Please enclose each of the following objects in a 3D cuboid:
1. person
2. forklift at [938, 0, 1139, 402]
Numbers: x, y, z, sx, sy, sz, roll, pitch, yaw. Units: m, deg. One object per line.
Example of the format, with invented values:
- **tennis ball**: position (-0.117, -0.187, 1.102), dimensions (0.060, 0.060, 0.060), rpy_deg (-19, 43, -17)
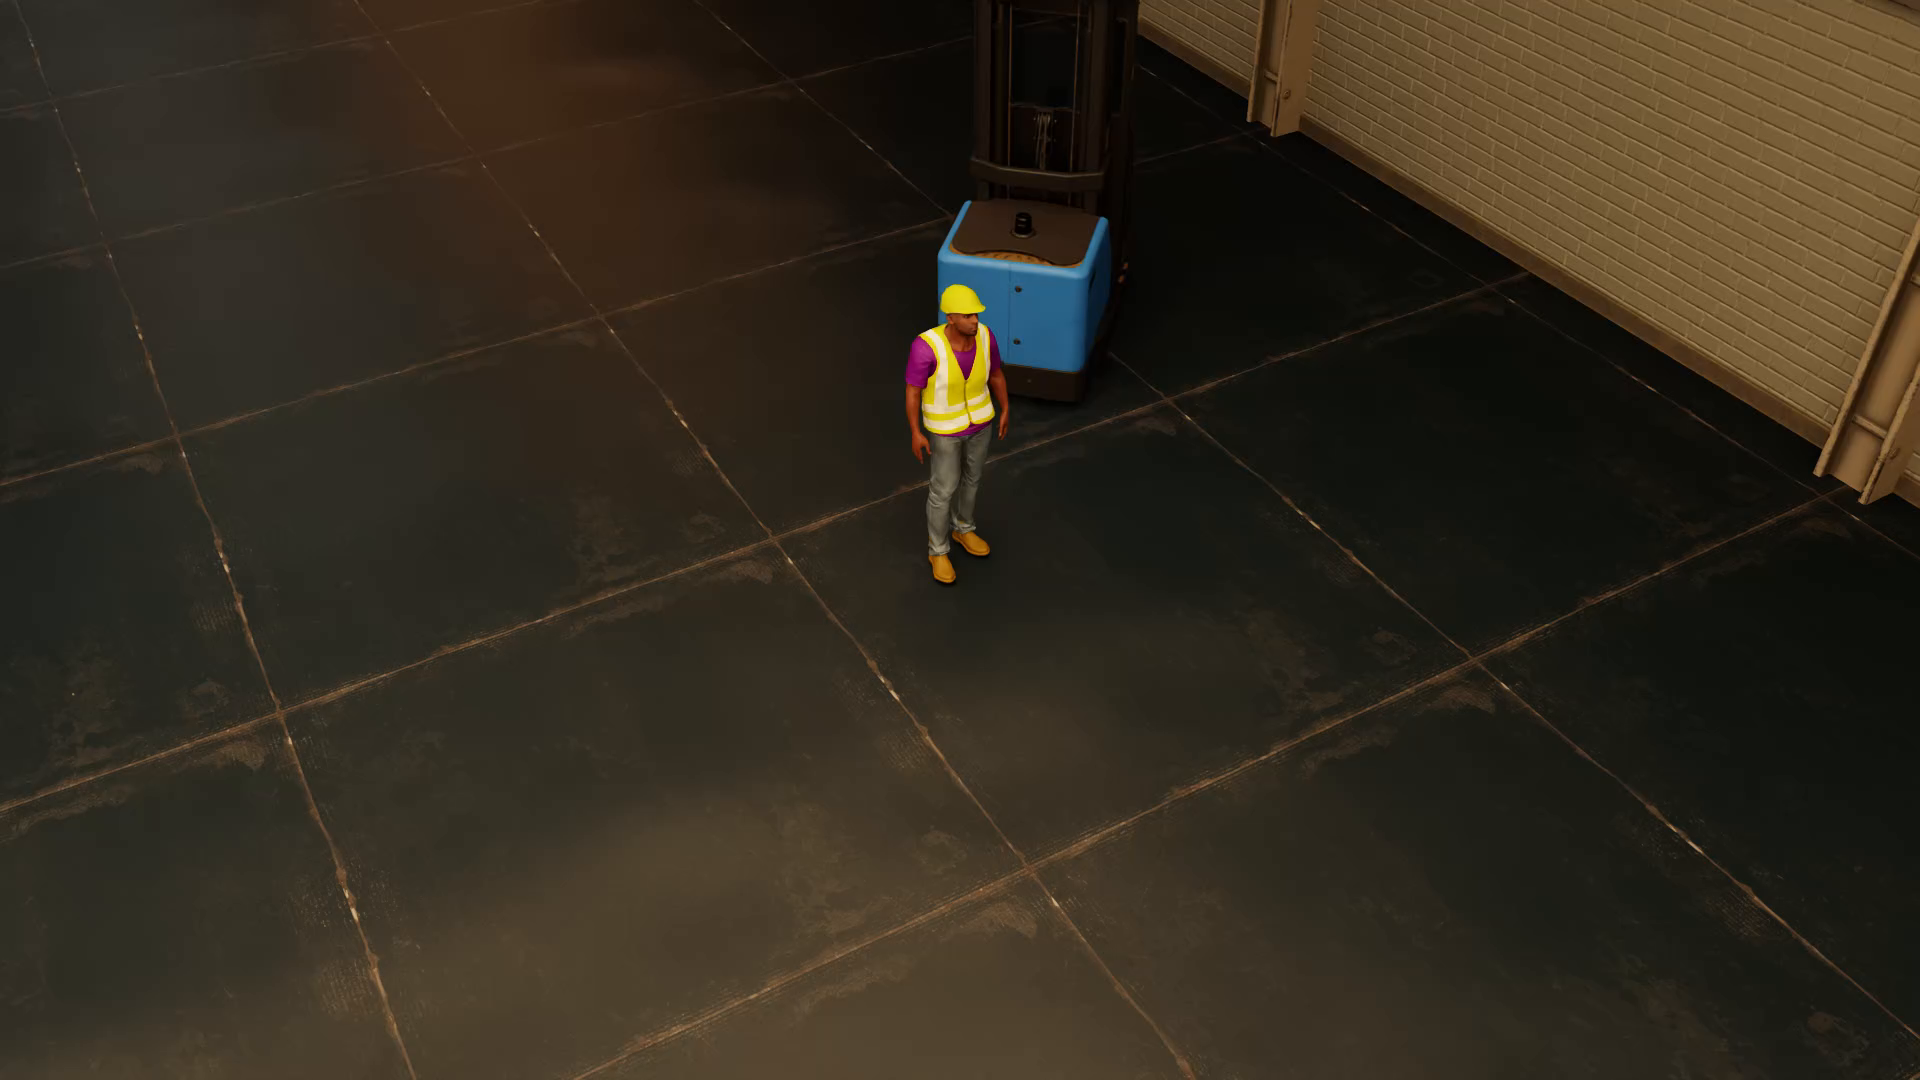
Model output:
- **person**: position (0.031, -0.645, 9.715), dimensions (0.666, 1.768, 0.575), rpy_deg (-20, 44, -23)
- **forklift**: position (0.692, -3.017, 11.673), dimensions (1.130, 2.935, 3.031), rpy_deg (9, 41, 11)
